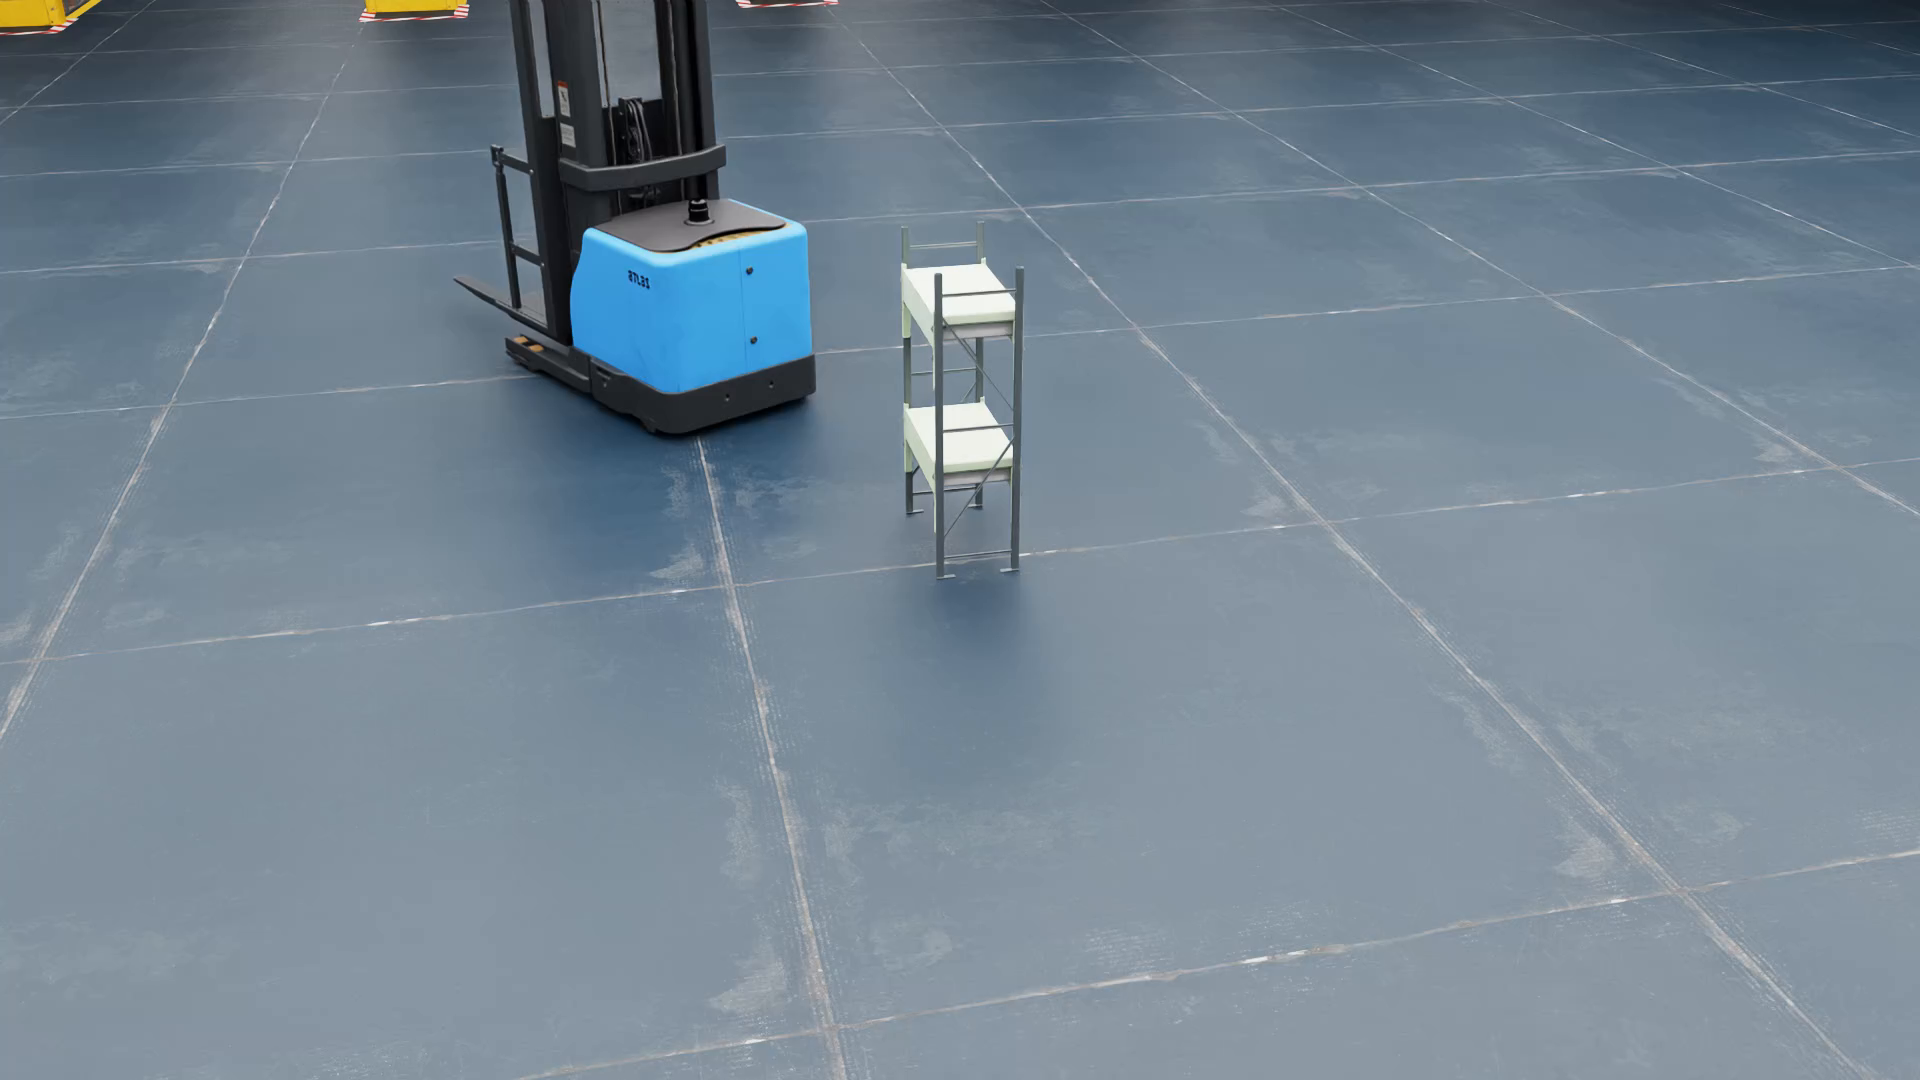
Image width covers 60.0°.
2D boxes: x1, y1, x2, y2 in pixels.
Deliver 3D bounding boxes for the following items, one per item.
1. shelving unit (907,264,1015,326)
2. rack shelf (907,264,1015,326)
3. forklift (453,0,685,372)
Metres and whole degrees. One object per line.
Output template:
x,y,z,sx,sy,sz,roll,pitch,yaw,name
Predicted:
0.002,-1.134,7.670,0.368,0.052,0.686,-6,27,-12,shelving unit
0.002,-1.134,7.670,0.368,0.052,0.686,-6,27,-12,rack shelf
-2.481,-2.543,10.256,1.118,2.733,2.170,-22,34,-36,forklift
